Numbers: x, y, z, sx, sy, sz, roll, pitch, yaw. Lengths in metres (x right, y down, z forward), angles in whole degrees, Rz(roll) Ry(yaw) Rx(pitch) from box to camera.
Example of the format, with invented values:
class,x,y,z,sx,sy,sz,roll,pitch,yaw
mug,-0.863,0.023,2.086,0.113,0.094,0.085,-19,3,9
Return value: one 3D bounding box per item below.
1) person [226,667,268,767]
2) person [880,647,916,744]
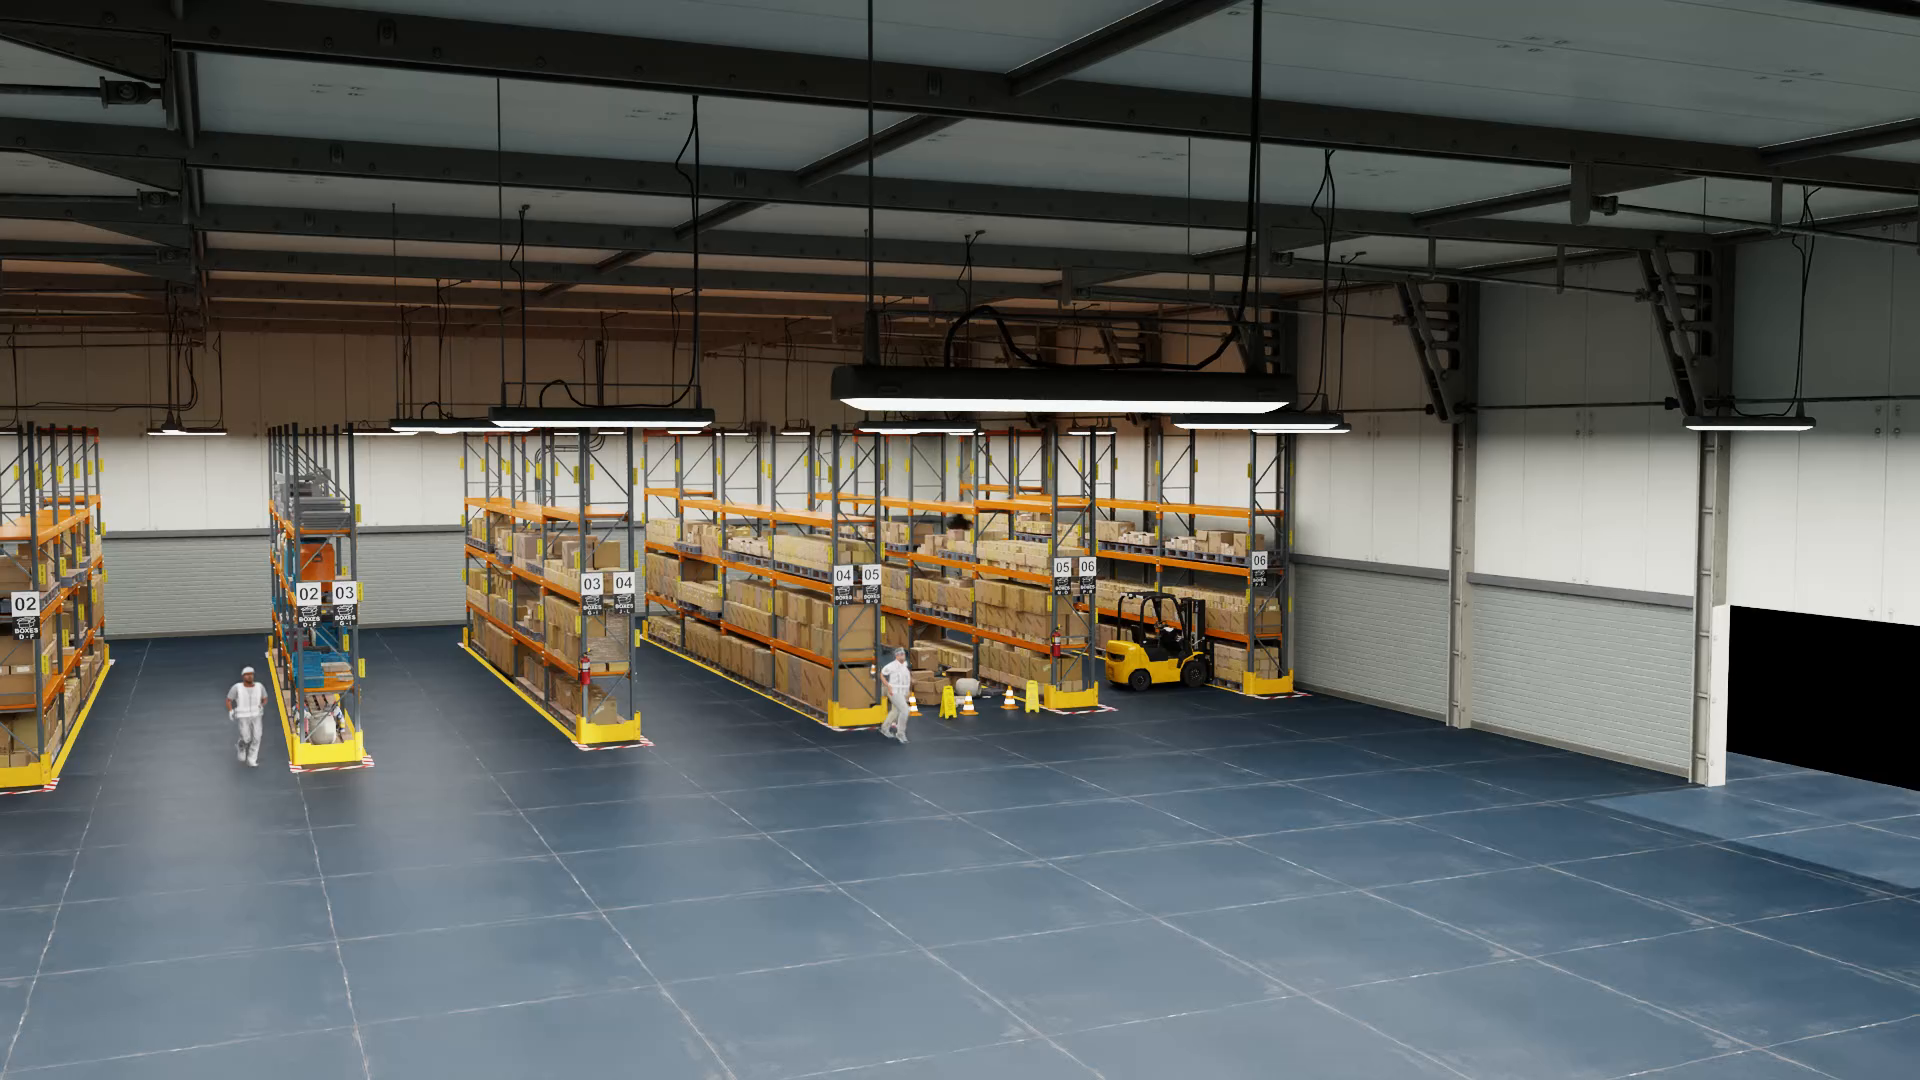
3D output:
class,x,y,z,sx,sy,sz,roll,pitch,yaw
person,-12.374,3.081,28.957,0.675,1.723,0.560,-2,4,-35
person,-1.178,2.927,31.443,0.770,1.854,0.645,2,4,26
